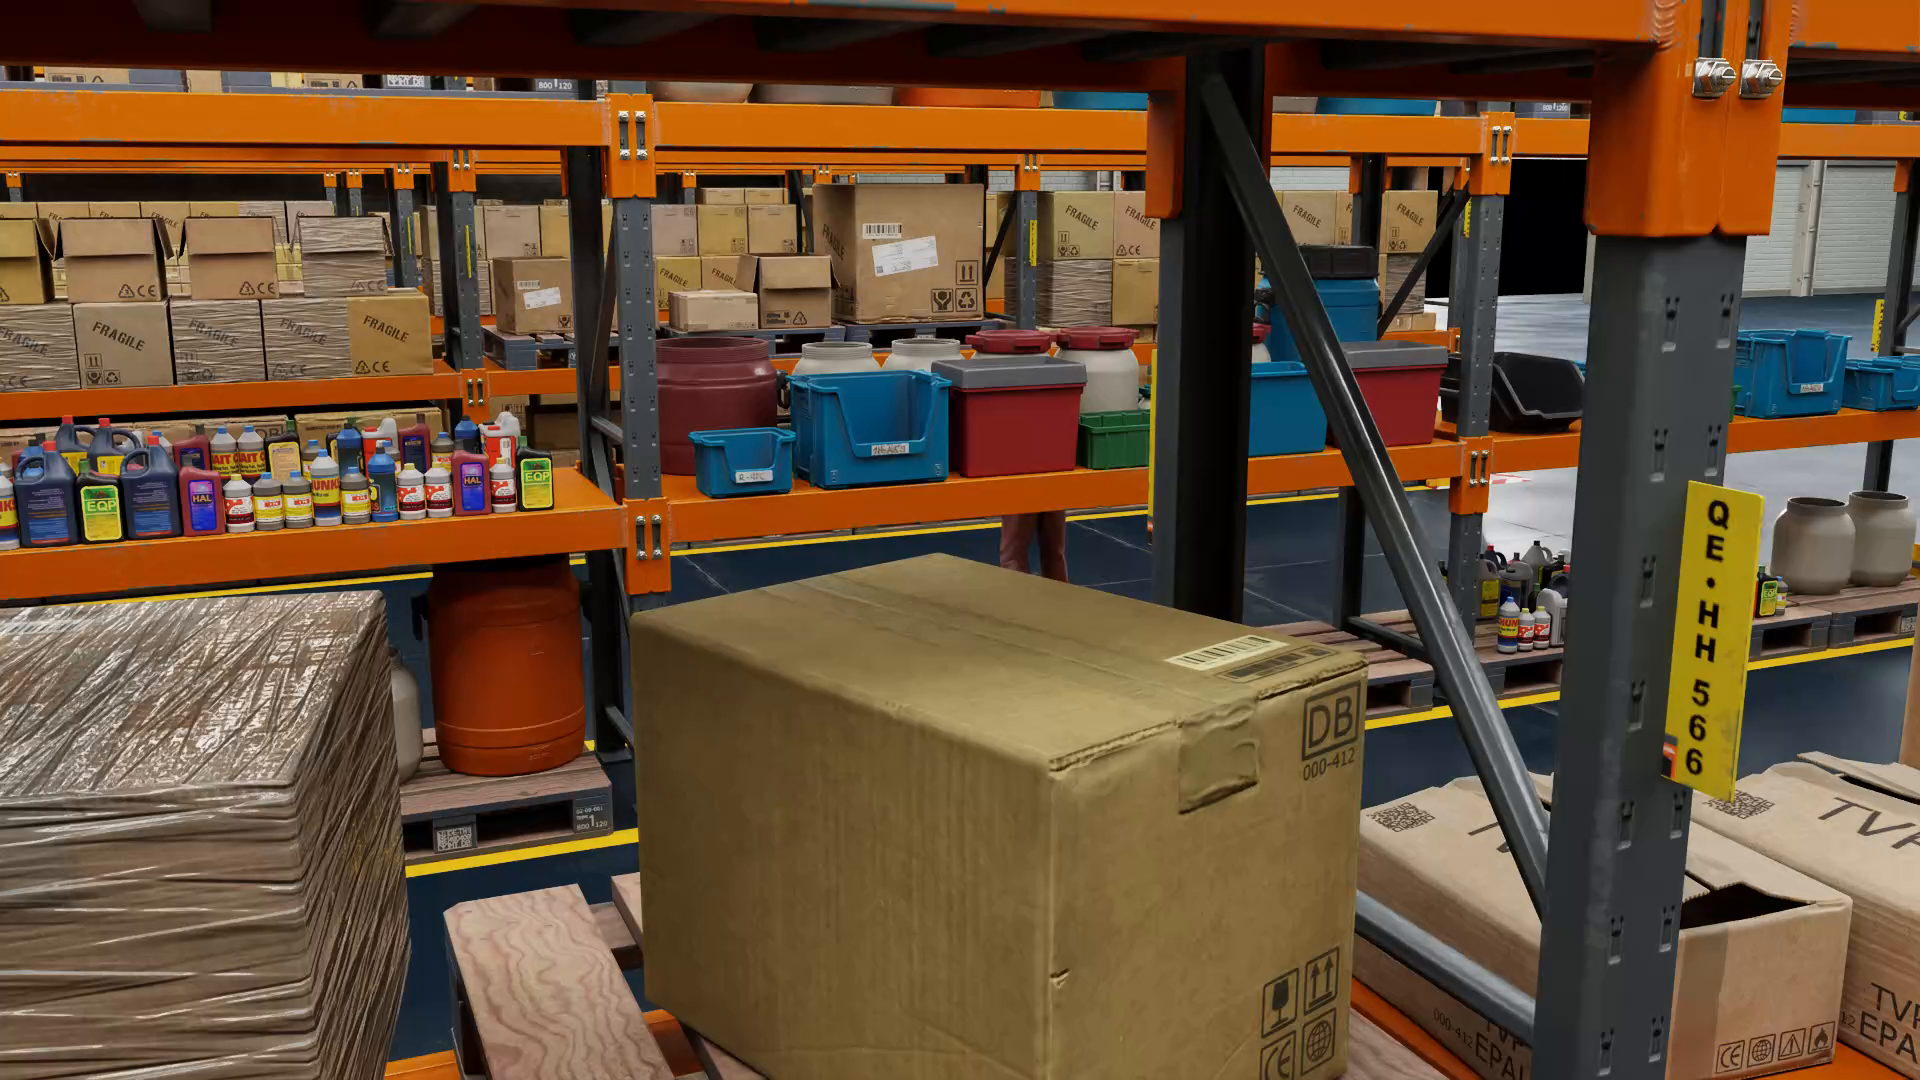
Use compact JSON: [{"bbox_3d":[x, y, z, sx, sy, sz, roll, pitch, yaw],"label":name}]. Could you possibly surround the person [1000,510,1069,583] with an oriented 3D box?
[{"bbox_3d":[0.402,-0.252,9.141,0.498,1.672,0.360,-5,13,-23],"label":"person"}]
